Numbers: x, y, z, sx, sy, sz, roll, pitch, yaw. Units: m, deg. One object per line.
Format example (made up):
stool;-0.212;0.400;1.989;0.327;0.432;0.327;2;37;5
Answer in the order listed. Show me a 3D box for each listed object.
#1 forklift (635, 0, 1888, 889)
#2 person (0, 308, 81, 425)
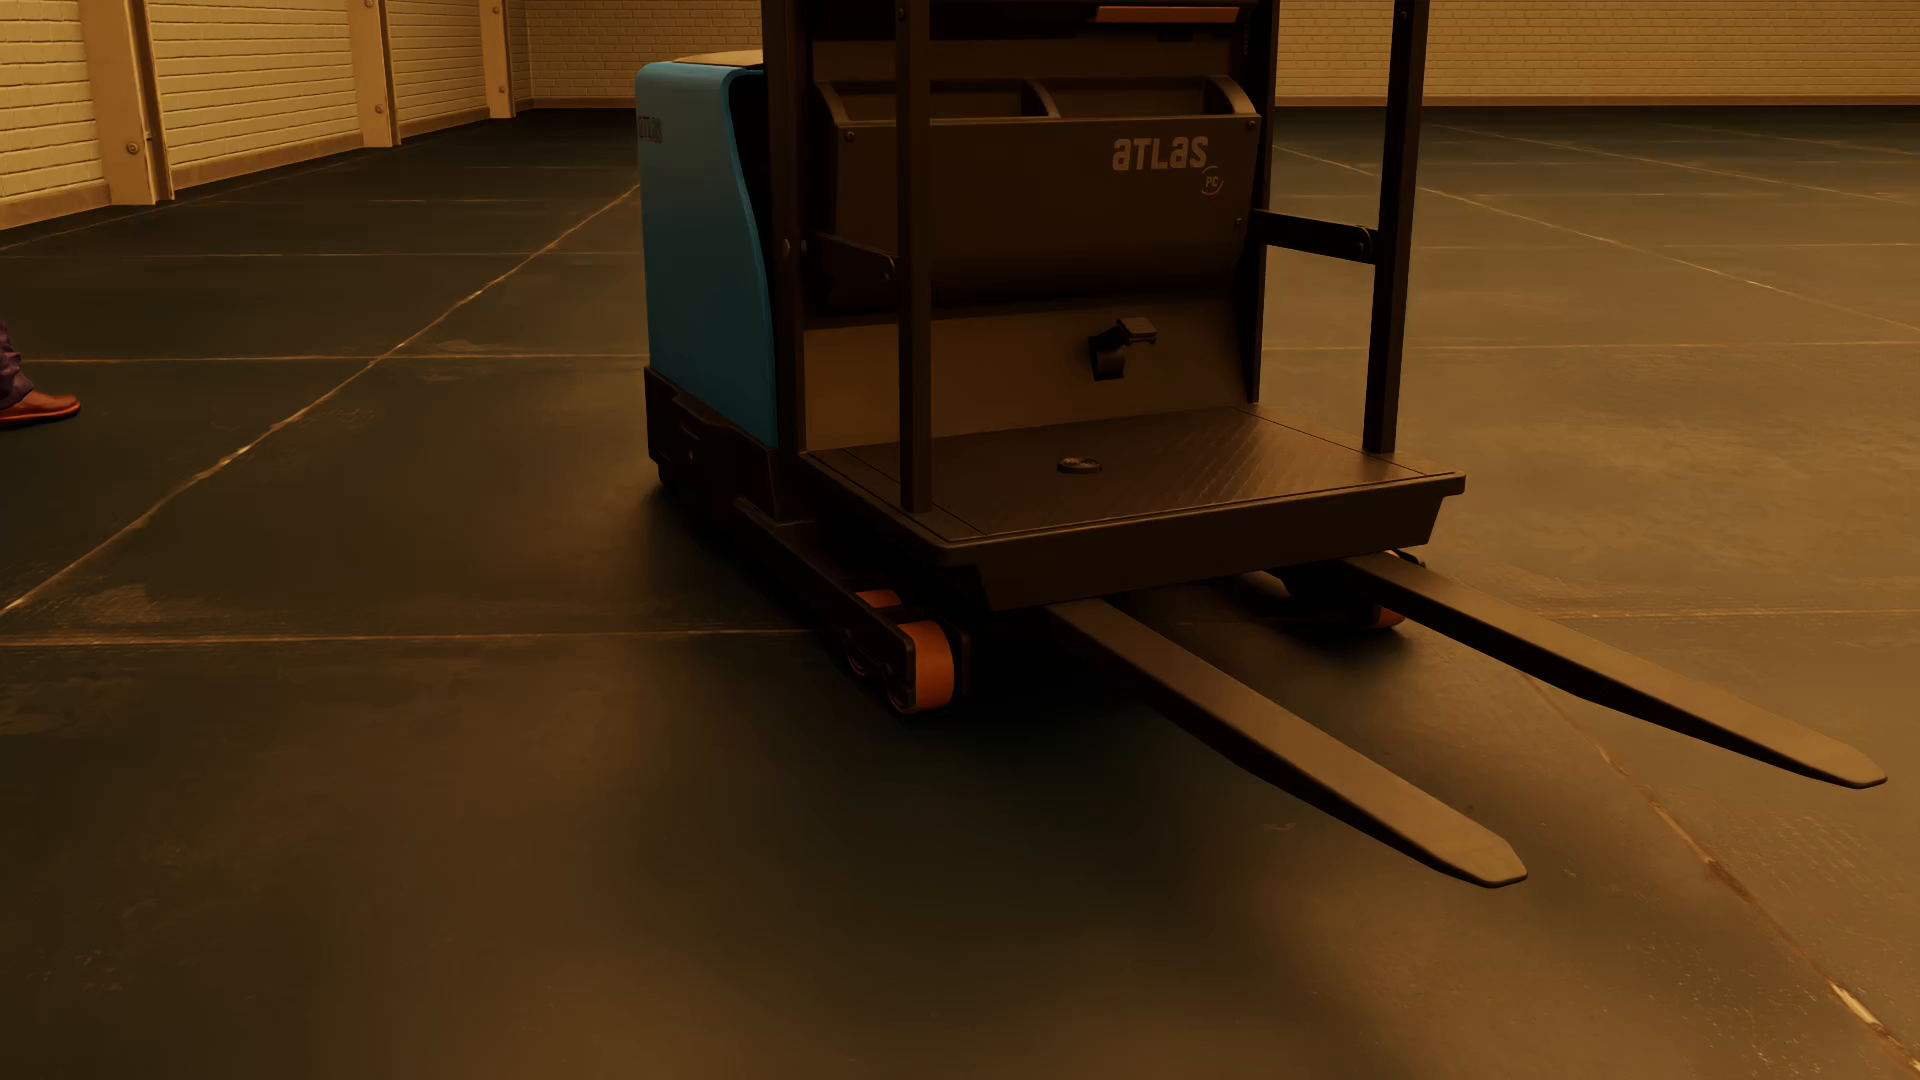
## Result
forklift;0.258;-1.240;2.962;1.130;2.935;3.031;-8;19;-24
person;-3.074;-1.143;4.813;0.596;1.651;0.504;3;17;11
